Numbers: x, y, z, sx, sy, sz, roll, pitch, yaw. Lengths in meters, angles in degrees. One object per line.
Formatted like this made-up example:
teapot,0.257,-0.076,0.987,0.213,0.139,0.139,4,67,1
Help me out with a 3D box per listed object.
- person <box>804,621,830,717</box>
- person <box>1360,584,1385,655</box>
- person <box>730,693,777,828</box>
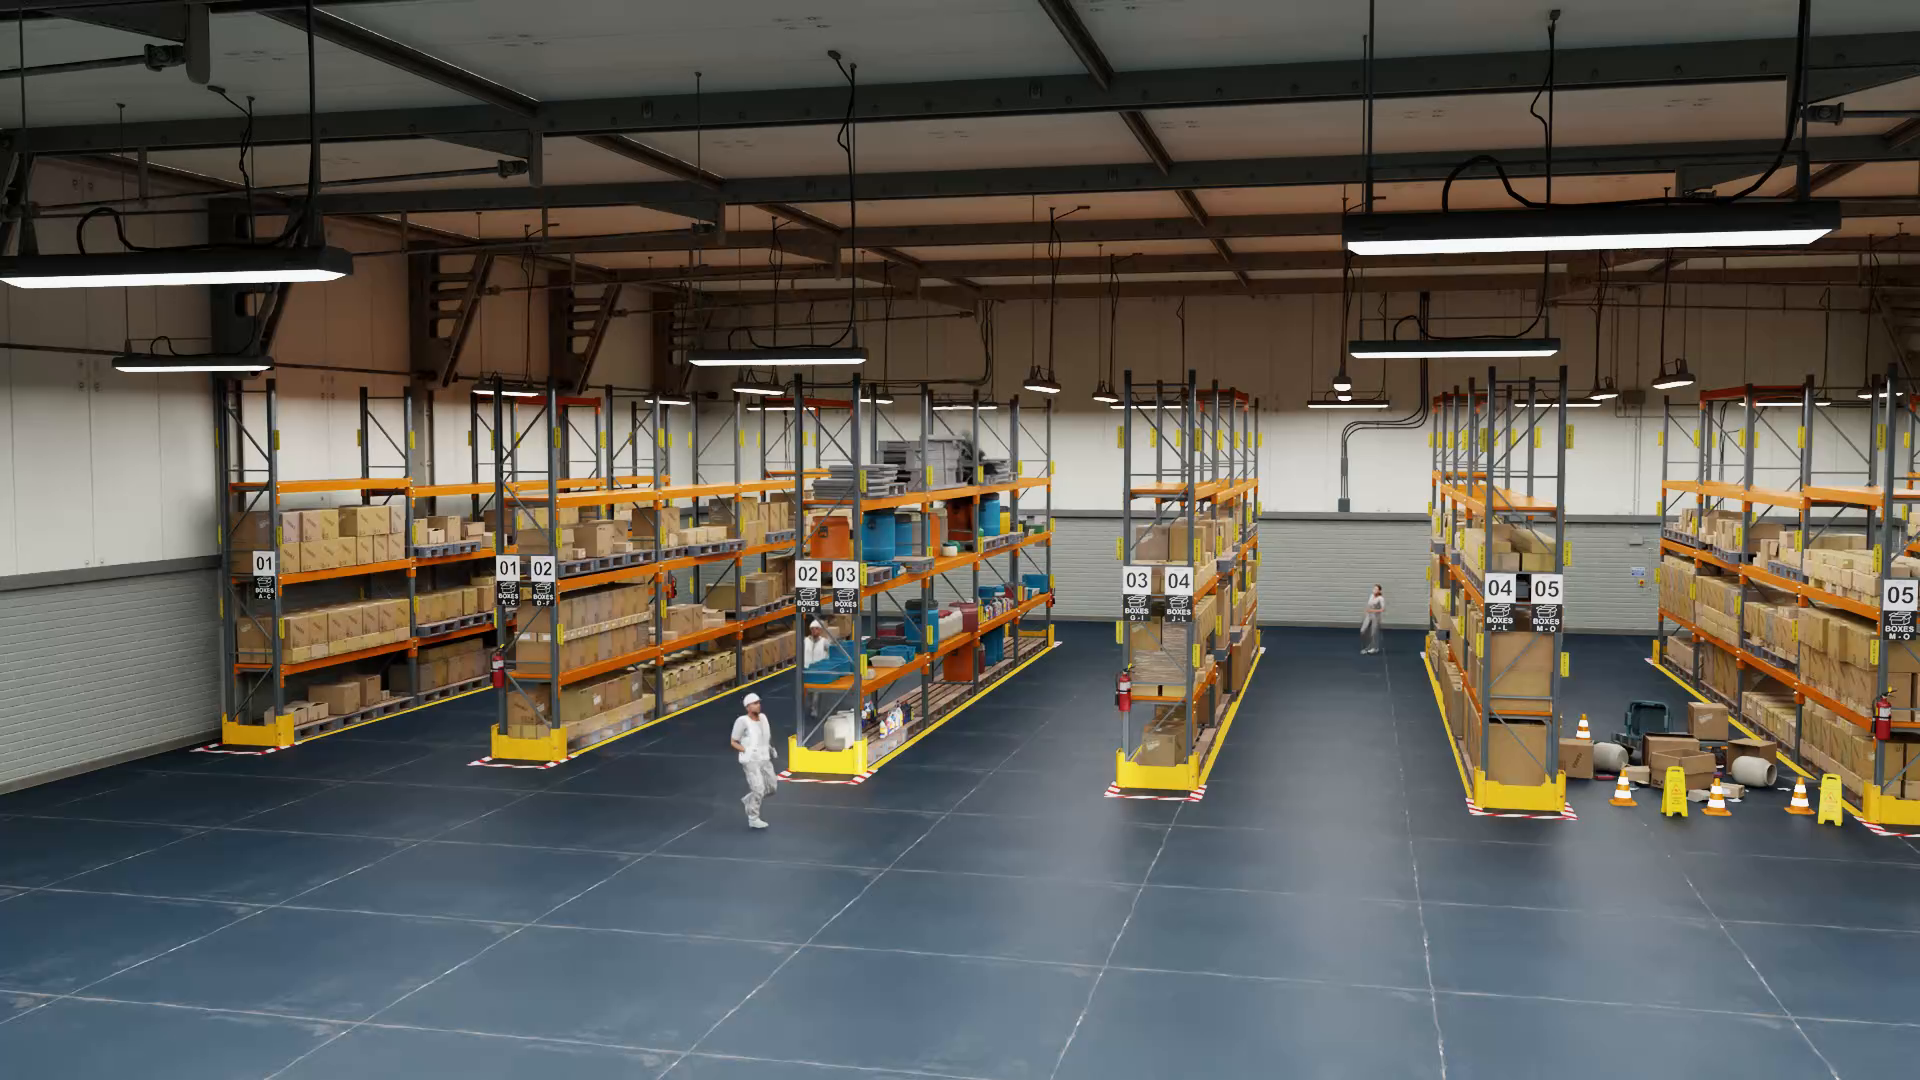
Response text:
person,-2.624,2.336,30.145,0.658,1.726,0.582,0,3,7
person,9.689,1.870,38.782,0.659,1.680,0.607,-3,5,-44
person,-2.644,2.845,21.474,0.592,1.733,0.678,3,4,38
